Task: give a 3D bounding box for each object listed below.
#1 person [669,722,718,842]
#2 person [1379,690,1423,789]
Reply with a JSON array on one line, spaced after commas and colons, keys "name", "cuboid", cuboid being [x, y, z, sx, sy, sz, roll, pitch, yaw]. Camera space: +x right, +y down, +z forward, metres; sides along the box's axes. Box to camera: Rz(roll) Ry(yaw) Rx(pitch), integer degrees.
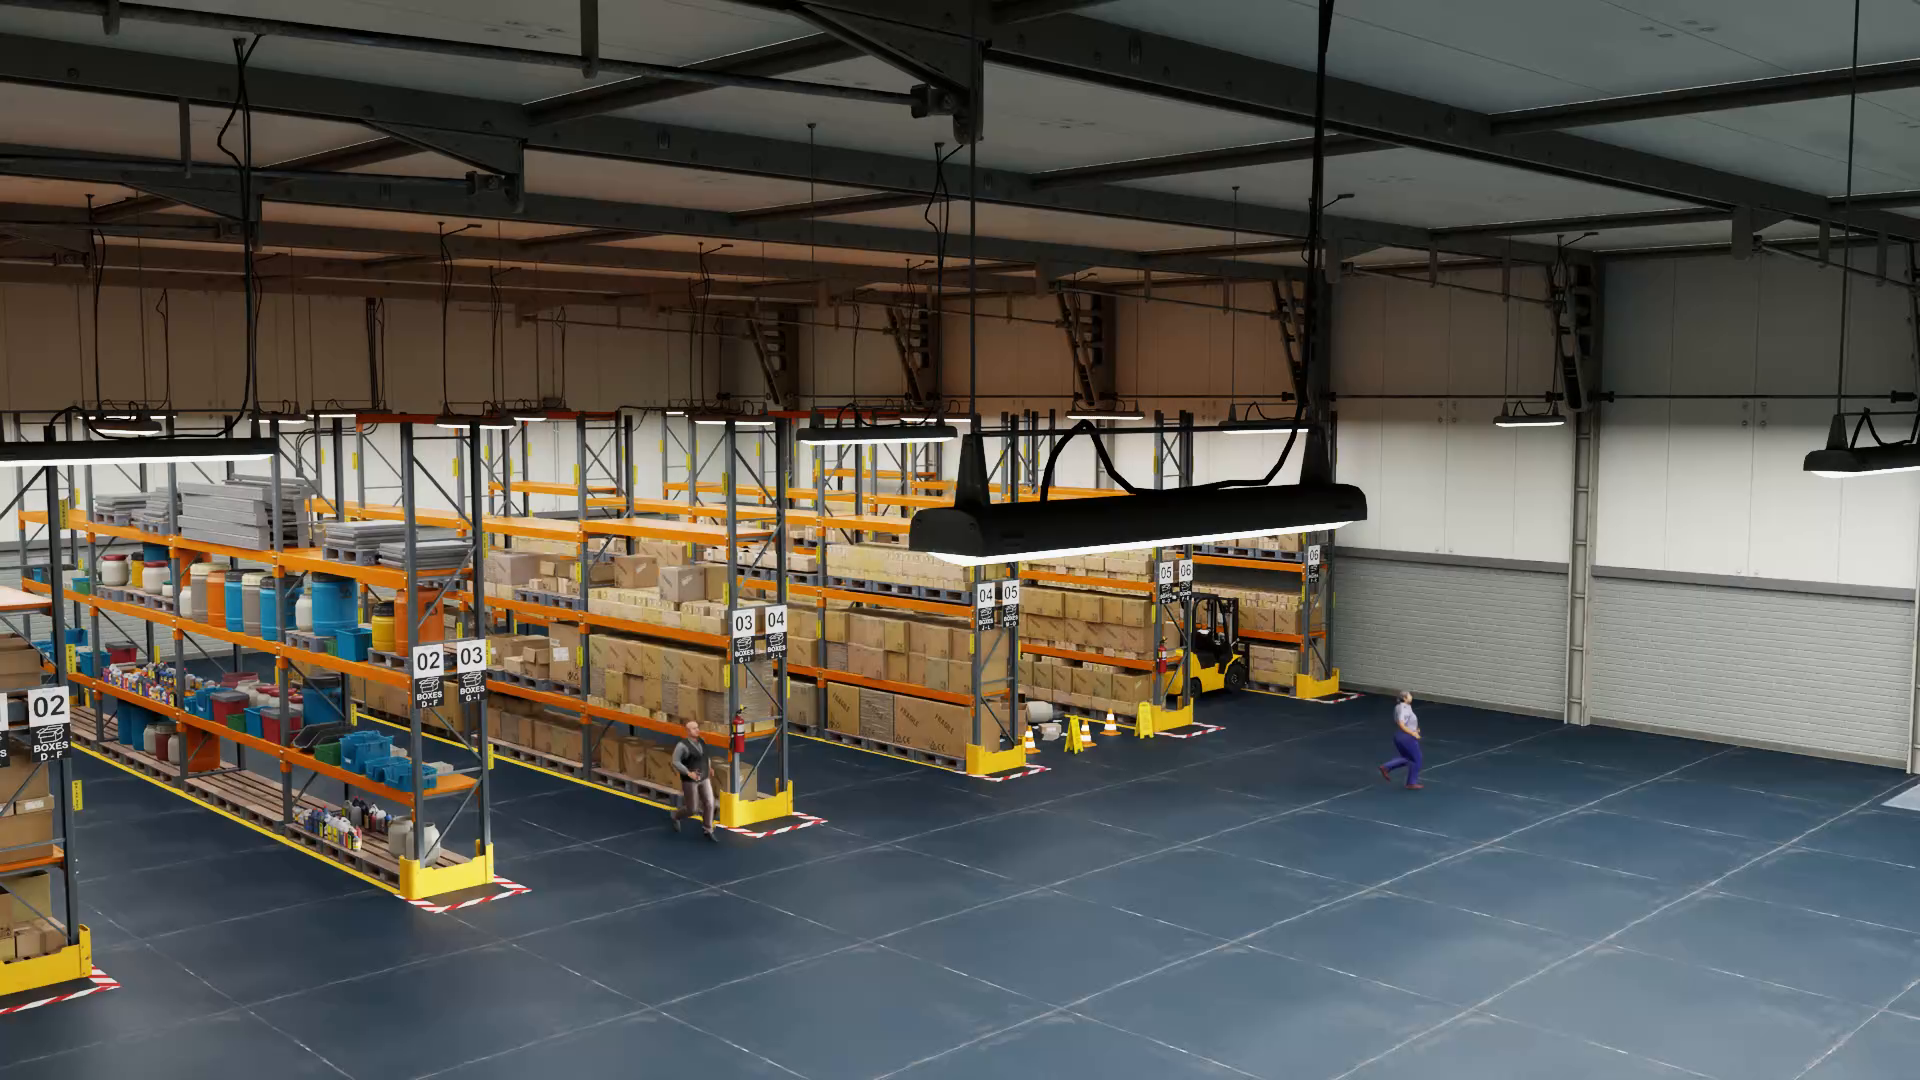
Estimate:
[{"name": "person", "cuboid": [-3.815, 3.439, 23.715, 0.774, 1.731, 0.696, 4, 6, 38]}, {"name": "person", "cuboid": [7.131, 3.209, 26.775, 0.688, 1.599, 0.613, 0, 5, 1]}]
